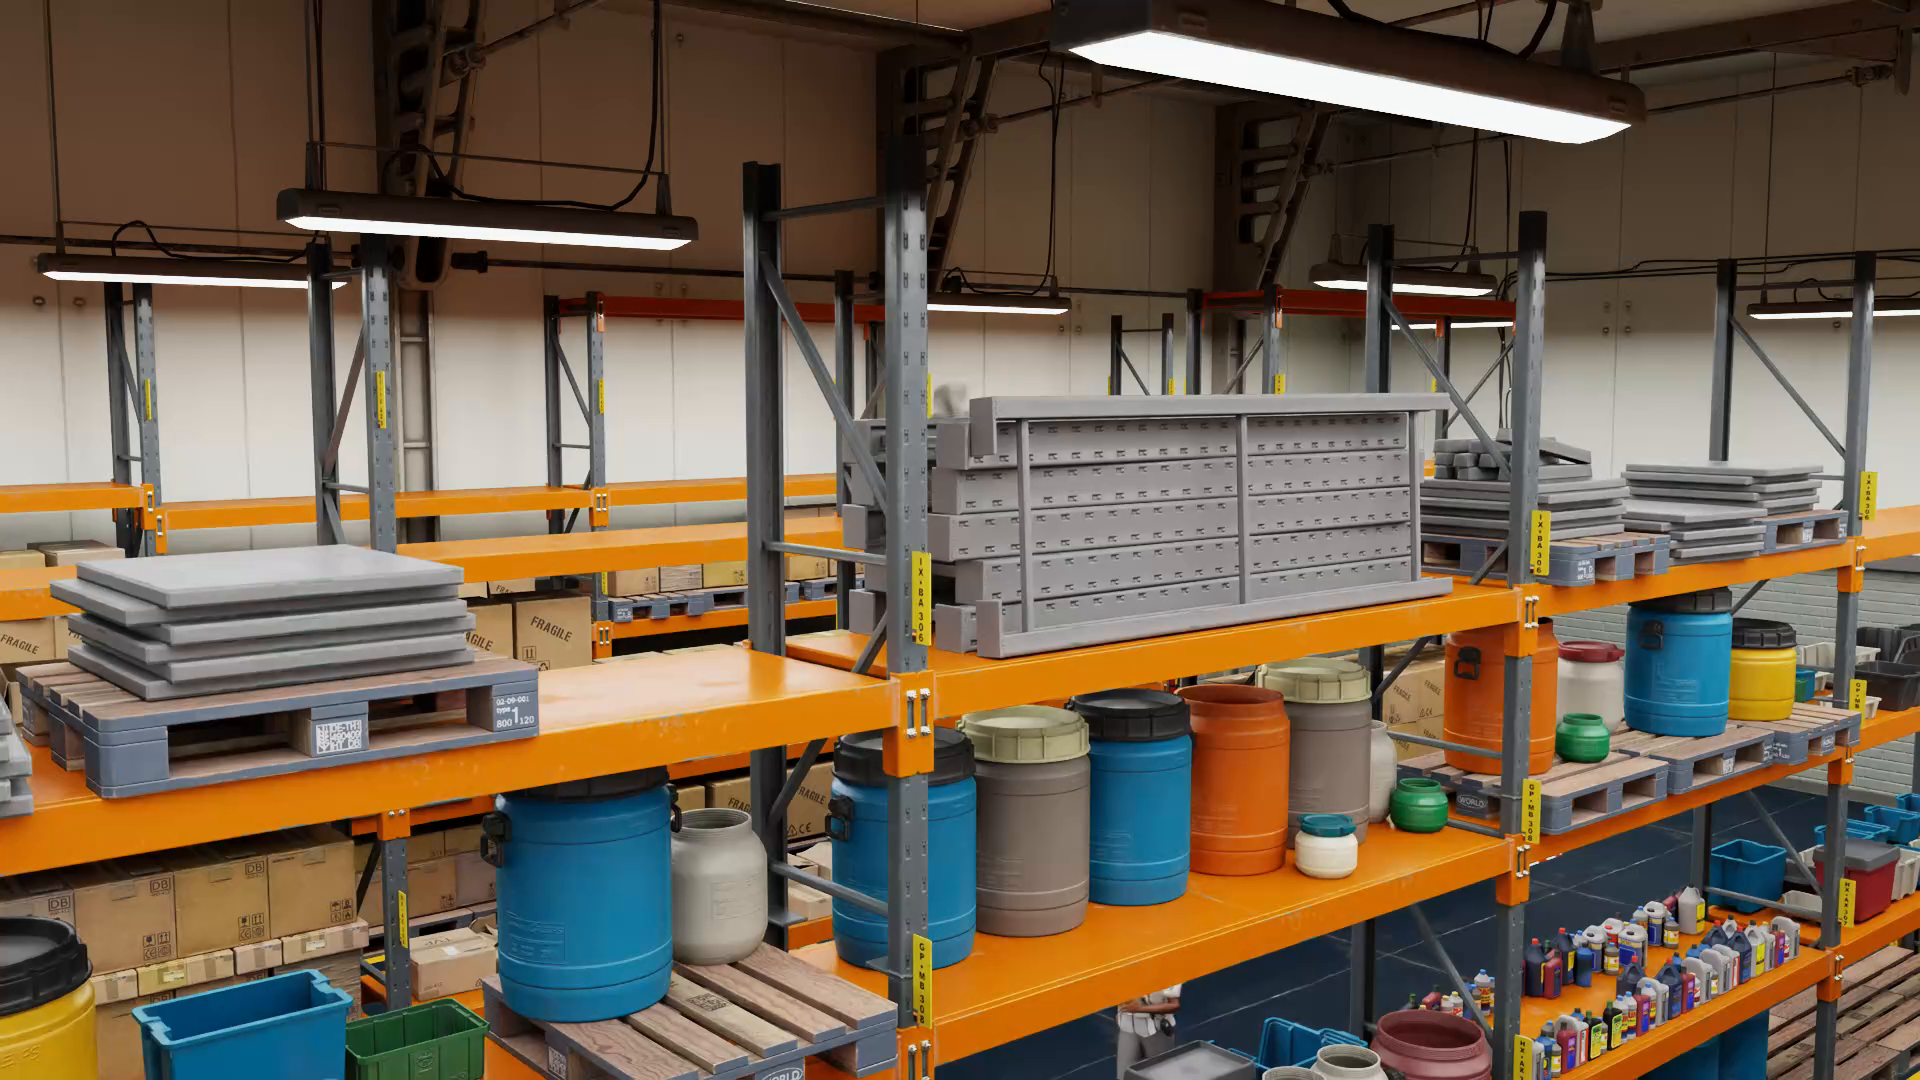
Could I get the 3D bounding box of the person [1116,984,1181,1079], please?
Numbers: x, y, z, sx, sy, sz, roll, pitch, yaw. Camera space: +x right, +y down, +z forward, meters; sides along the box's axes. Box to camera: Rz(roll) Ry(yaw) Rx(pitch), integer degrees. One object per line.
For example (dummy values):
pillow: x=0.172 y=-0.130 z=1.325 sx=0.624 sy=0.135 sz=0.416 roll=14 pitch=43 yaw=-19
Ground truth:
person: x=1.261 y=3.246 z=11.035 sx=0.576 sy=1.678 sz=0.911 roll=5 pitch=7 yaw=42
